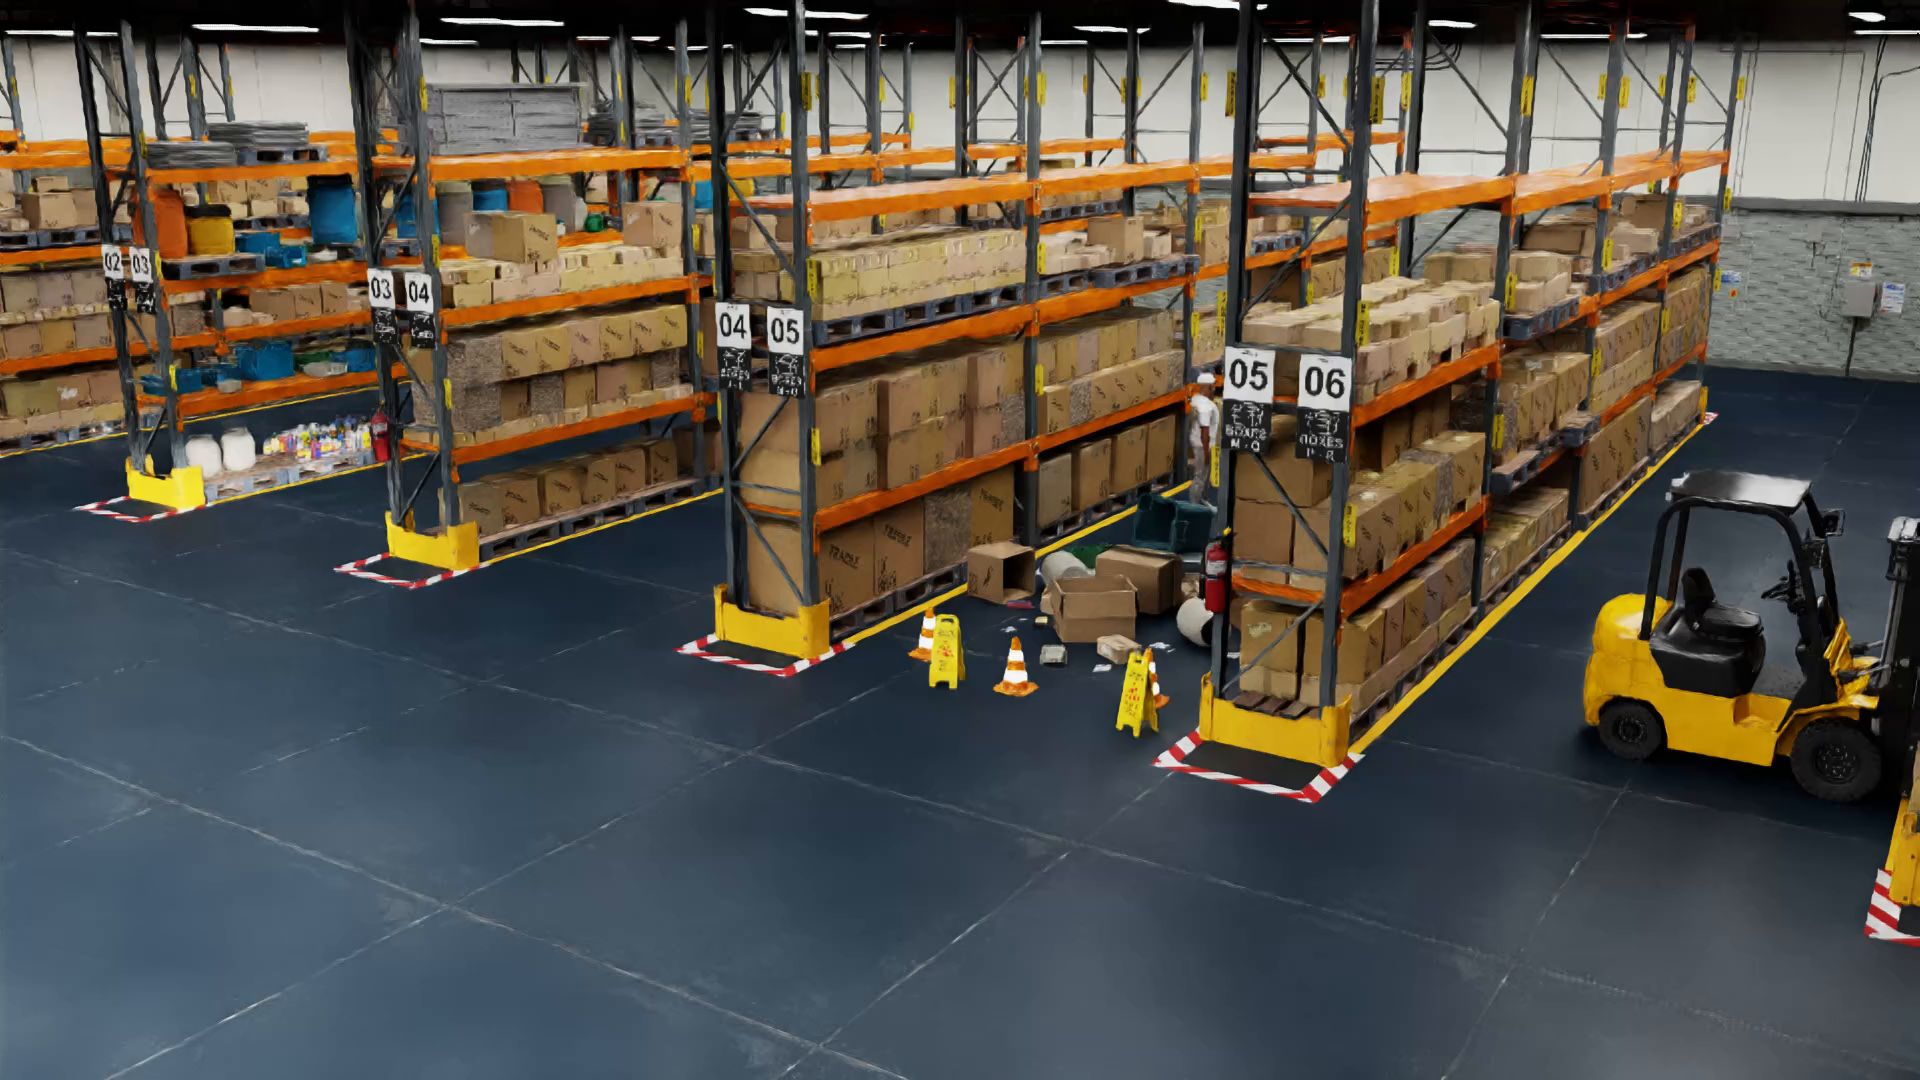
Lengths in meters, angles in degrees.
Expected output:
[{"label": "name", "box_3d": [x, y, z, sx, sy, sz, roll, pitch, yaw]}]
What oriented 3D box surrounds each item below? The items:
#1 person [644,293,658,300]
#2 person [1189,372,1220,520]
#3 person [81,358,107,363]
[{"label": "person", "box_3d": [-6.046, -4.669, 33.043, 0.592, 1.604, 0.518, 9, 18, 29]}, {"label": "person", "box_3d": [2.973, -1.145, 19.979, 0.453, 1.768, 0.632, 1, 16, 3]}, {"label": "person", "box_3d": [-13.863, -2.925, 26.601, 0.540, 1.646, 1.120, 9, 18, 29]}]
